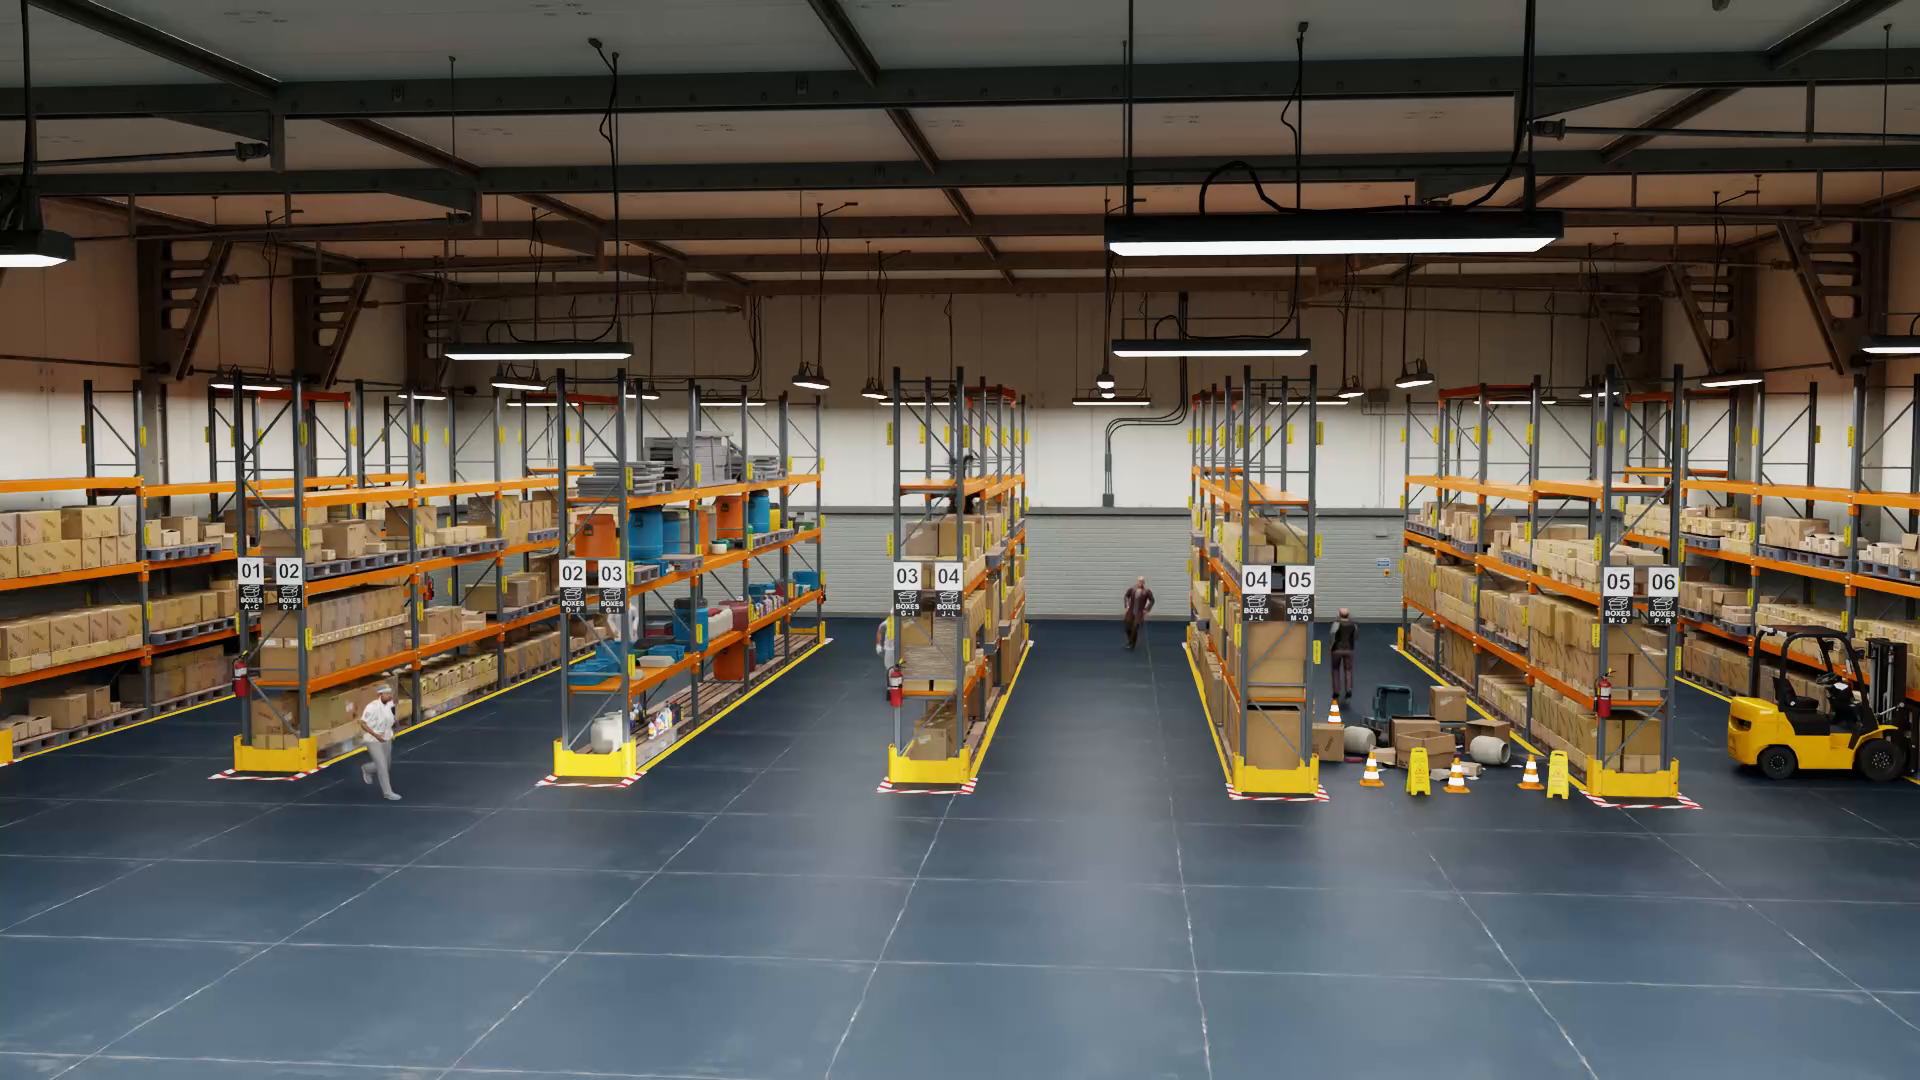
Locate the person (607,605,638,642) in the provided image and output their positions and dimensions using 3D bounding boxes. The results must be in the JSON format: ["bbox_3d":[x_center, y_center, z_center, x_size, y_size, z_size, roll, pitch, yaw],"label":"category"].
[{"bbox_3d":[-7.174,1.981,35.524,0.731,1.627,0.904,-1,4,-20],"label":"person"}]

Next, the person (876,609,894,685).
[{"bbox_3d":[-1.282,2.144,32.271,0.664,1.717,0.643,-1,4,-11],"label":"person"}]

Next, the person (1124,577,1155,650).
[{"bbox_3d":[4.213,1.717,39.109,0.758,1.728,0.596,1,4,20],"label":"person"}]

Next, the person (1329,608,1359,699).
[{"bbox_3d":[7.260,2.169,31.462,0.616,1.762,0.856,0,4,2],"label":"person"}]

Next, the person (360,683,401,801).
[{"bbox_3d":[-8.086,2.765,22.980,0.772,1.640,0.562,3,5,39],"label":"person"}]
